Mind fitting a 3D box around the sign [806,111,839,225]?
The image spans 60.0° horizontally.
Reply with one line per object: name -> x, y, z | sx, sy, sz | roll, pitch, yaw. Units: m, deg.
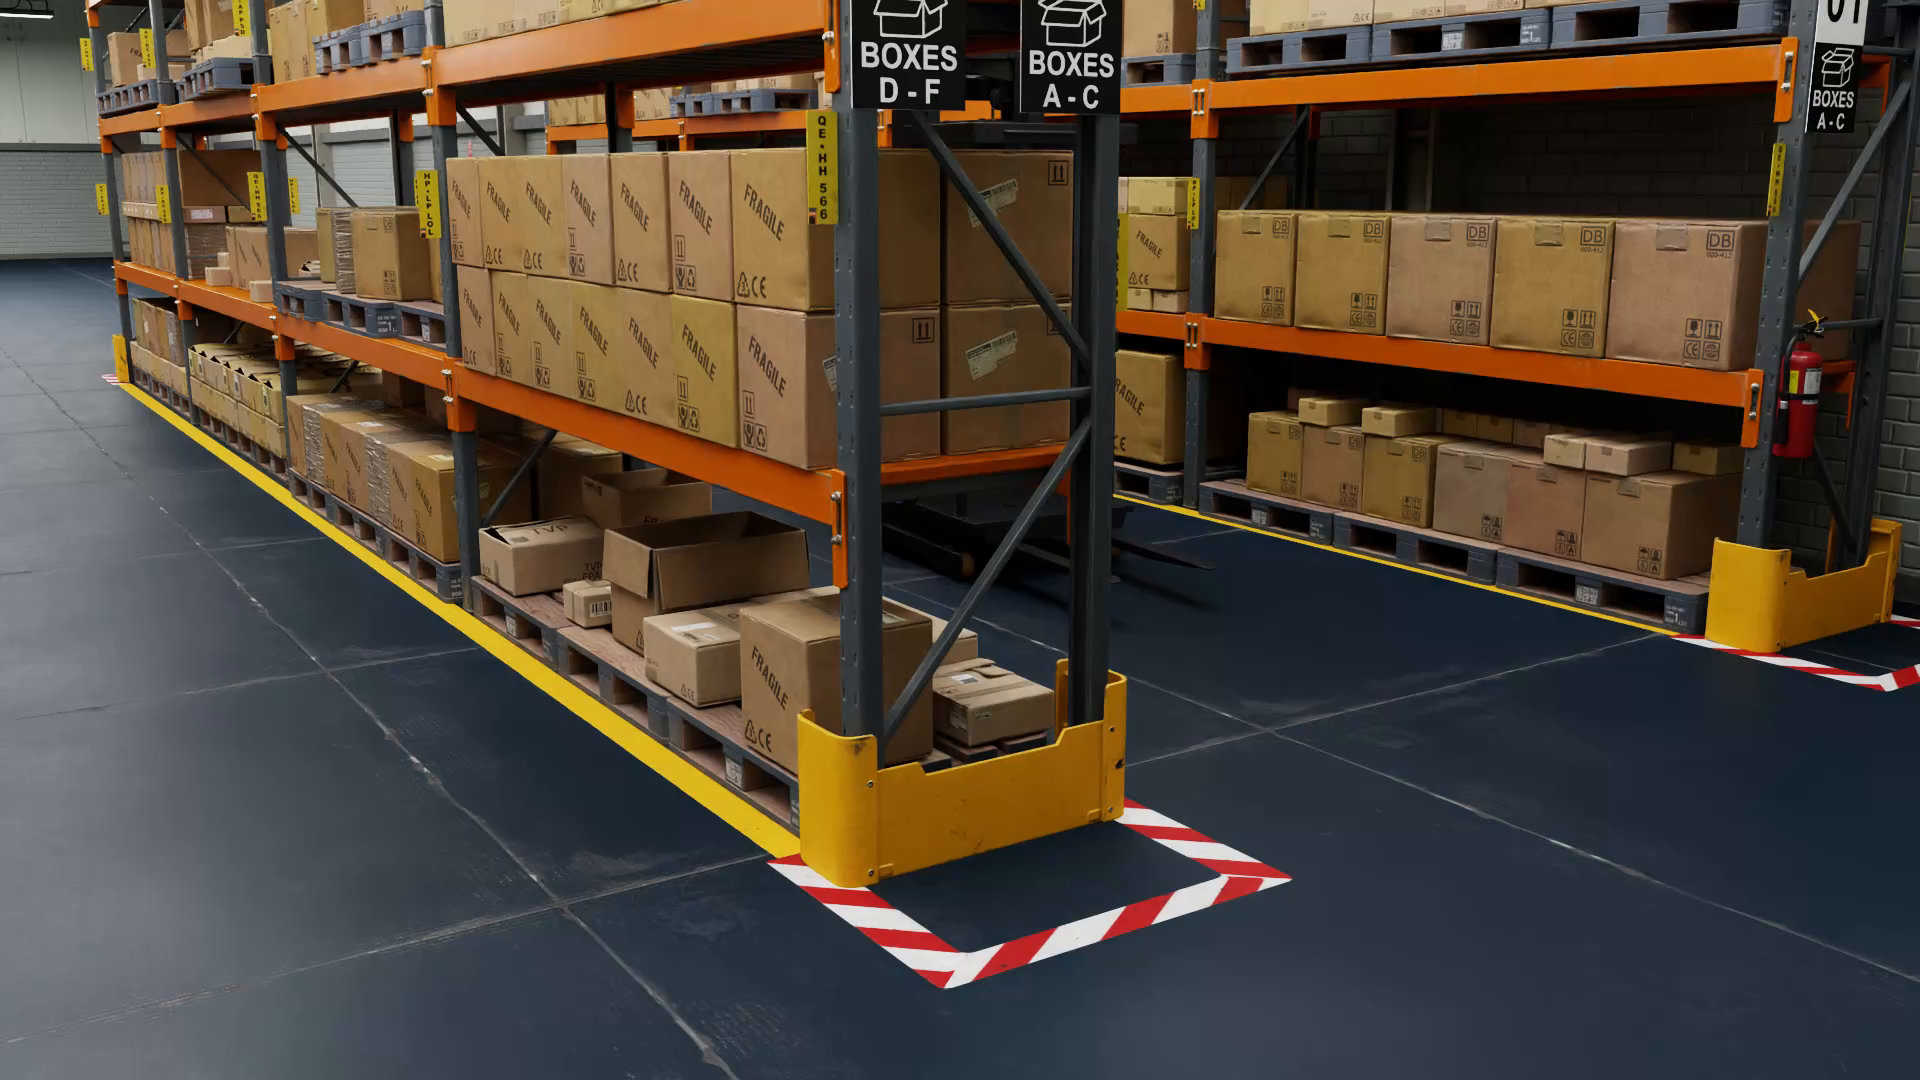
sign -> -0.405, -1.096, 4.900 | 0.100, 0.325, 0.005 | -8, 15, -33

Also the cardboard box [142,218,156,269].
cardboard box -> -7.983, -3.066, 17.125 | 0.700, 0.500, 0.500 | -8, 15, -32

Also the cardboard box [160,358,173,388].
cardboard box -> -7.577, -1.668, 16.419 | 0.500, 0.250, 0.500 | -8, 15, -33

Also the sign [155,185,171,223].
sign -> -7.041, -2.967, 14.698 | 0.100, 0.325, 0.005 | -8, 15, -33

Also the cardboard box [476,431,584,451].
cardboard box -> -2.518, -0.351, 9.768 | 0.500, 0.500, 0.500 | -8, 15, -32

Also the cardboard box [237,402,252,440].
cardboard box -> -5.423, -0.968, 13.220 | 0.500, 0.250, 0.500 | -8, 15, -31

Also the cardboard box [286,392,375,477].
cardboard box -> -4.350, -0.739, 11.543 | 0.500, 0.500, 0.500 | -7, 14, -30

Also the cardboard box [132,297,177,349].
cardboard box -> -8.406, -2.301, 17.561 | 0.500, 0.500, 0.500 | -8, 15, -33

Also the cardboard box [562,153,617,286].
cardboard box -> -1.263, -1.294, 6.685 | 0.500, 0.500, 0.500 | -8, 14, -31

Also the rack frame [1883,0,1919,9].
rack frame -> 4.190, -3.955, 7.385 | 1.000, 3.000, 0.127 | -8, 15, -33

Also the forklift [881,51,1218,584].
forklift -> 0.308, -1.316, 9.518 | 1.130, 2.935, 3.031 | -7, 14, -29

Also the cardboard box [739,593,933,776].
cardboard box -> -0.438, 0.501, 5.871 | 0.500, 0.500, 0.500 | -8, 15, -33

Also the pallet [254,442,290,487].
pallet -> -4.788, -0.649, 12.836 | 1.003, 0.211, 1.213 | -8, 15, -33

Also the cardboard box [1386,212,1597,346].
cardboard box -> 3.072, -1.525, 9.614 | 0.980, 0.700, 0.700 | -9, 15, -35

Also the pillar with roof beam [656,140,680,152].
pillar with roof beam -> -7.151, -6.269, 17.966 | 9.100, 9.000, 0.400 | -8, 15, -33

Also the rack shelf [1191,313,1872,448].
rack shelf -> 3.082, -1.029, 9.729 | 1.077, 0.370, 4.000 | -8, 15, -33

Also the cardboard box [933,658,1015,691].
cardboard box -> -0.016, 0.572, 6.327 | 0.380, 0.166, 0.250 | -8, 15, -33

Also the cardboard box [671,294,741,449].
cardboard box -> -0.697, -0.626, 5.968 | 0.500, 0.500, 0.500 | -8, 15, -32

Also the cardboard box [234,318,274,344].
cardboard box -> -6.577, -1.920, 15.816 | 0.500, 0.500, 0.500 | -8, 15, -33

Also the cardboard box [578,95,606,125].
cardboard box -> -4.139, -5.114, 19.421 | 0.500, 0.500, 0.500 | -7, 14, -30

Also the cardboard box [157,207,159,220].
cardboard box -> -7.471, -3.142, 15.955 | 0.380, 0.149, 0.250 | -8, 15, -33

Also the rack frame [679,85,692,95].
rack frame -> -2.458, -6.090, 17.144 | 1.000, 3.000, 0.127 | -8, 15, -33

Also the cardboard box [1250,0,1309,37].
cardboard box -> 2.137, -3.228, 10.214 | 0.500, 0.250, 0.500 | -8, 15, -33

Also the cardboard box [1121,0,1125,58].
cardboard box -> 1.216, -3.726, 12.094 | 0.700, 0.500, 0.500 | -8, 15, -34

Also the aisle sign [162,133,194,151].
aisle sign -> -8.588, -4.600, 18.289 | 0.394, 0.787, 0.004 | -8, 15, -33

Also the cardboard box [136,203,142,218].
cardboard box -> -8.185, -3.370, 17.000 | 0.380, 0.149, 0.250 | -9, 15, -35

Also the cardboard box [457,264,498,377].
cardboard box -> -2.092, -1.075, 8.022 | 0.500, 0.500, 0.500 | -8, 14, -31

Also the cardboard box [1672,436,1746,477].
cardboard box -> 3.955, -0.440, 8.701 | 0.380, 0.149, 0.250 | -8, 15, -32

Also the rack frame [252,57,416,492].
rack frame -> -4.364, -1.860, 11.848 | 1.000, 3.000, 0.127 | -8, 15, -33

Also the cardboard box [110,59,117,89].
cardboard box -> -8.482, -4.970, 17.493 | 0.797, 0.503, 0.637 | -7, 14, -29

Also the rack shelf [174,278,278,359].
rack shelf -> -5.472, -1.865, 13.551 | 1.077, 0.370, 4.000 | -8, 15, -33

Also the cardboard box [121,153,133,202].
cardboard box -> -8.519, -3.872, 17.775 | 0.700, 0.500, 0.500 | -8, 15, -33

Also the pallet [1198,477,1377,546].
pallet -> 2.330, -0.229, 10.916 | 1.003, 0.211, 1.213 | -8, 15, -33

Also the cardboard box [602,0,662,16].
cardboard box -> -0.992, -2.067, 6.124 | 0.500, 0.250, 0.500 | -8, 15, -33

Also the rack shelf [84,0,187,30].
rack shelf -> -7.688, -5.311, 16.206 | 1.077, 0.370, 4.000 | -8, 15, -33

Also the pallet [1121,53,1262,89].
pallet -> 1.425, -3.265, 11.698 | 0.805, 0.209, 1.217 | -9, 15, -35

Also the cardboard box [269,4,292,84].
cardboard box -> -4.094, -3.301, 11.180 | 0.910, 0.500, 0.500 | -8, 15, -33

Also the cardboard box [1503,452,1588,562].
cardboard box -> 3.442, -0.210, 9.170 | 0.700, 0.500, 0.500 | -8, 15, -33

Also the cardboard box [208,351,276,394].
cardboard box -> -5.998, -1.423, 13.989 | 0.500, 0.311, 0.500 | -9, 15, -35

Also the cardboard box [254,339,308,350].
cardboard box -> -6.117, -1.670, 15.116 | 0.500, 0.311, 0.500 | -8, 15, -33

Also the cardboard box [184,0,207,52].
cardboard box -> -6.271, -4.421, 14.148 | 0.500, 0.500, 0.500 | -8, 15, -32

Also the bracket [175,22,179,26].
bracket -> -21.699, -14.221, 45.902 | 0.076, 0.066, 3.189 | -8, 15, -33

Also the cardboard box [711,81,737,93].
cardboard box -> -2.222, -4.771, 16.921 | 0.500, 0.500, 0.500 | -6, 14, -25

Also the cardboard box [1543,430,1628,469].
cardboard box -> 3.354, -0.485, 8.907 | 0.380, 0.149, 0.250 | -8, 14, -31

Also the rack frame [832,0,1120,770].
rack frame -> 0.068, -0.438, 5.342 | 1.000, 3.000, 0.127 | -8, 15, -33

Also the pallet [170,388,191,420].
pallet -> -6.986, -1.356, 16.068 | 1.003, 0.211, 1.213 | -8, 15, -33

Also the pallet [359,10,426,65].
pallet -> -2.451, -2.647, 8.863 | 1.213, 0.211, 1.003 | -8, 15, -33

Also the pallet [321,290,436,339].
pallet -> -3.283, -1.421, 10.289 | 1.003, 0.211, 1.213 | -8, 15, -33

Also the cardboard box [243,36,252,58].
cardboard box -> -4.968, -3.623, 12.254 | 0.500, 0.250, 0.500 | -8, 14, -31

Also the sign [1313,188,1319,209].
sign -> 2.435, -2.264, 11.480 | 0.100, 0.325, 0.005 | -8, 15, -33

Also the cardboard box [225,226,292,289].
cardboard box -> -5.876, -2.388, 14.028 | 0.500, 0.500, 0.500 | -7, 14, -29

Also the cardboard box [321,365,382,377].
cardboard box -> -4.708, -1.217, 13.044 | 0.500, 0.311, 0.500 | -9, 15, -34

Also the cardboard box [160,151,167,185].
cardboard box -> -7.112, -3.422, 15.719 | 0.700, 0.500, 0.500 | -8, 15, -33

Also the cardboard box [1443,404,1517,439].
cardboard box -> 3.111, -0.710, 9.937 | 0.380, 0.149, 0.250 | -8, 15, -34

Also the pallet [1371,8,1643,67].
pallet -> 3.090, -2.795, 9.306 | 1.003, 0.211, 1.213 | -8, 15, -33

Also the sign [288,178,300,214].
sign -> -6.134, -3.165, 15.287 | 0.100, 0.325, 0.005 | -8, 15, -33

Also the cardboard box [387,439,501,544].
cardboard box -> -2.927, -0.286, 9.468 | 0.500, 0.500, 0.500 | -8, 15, -33
